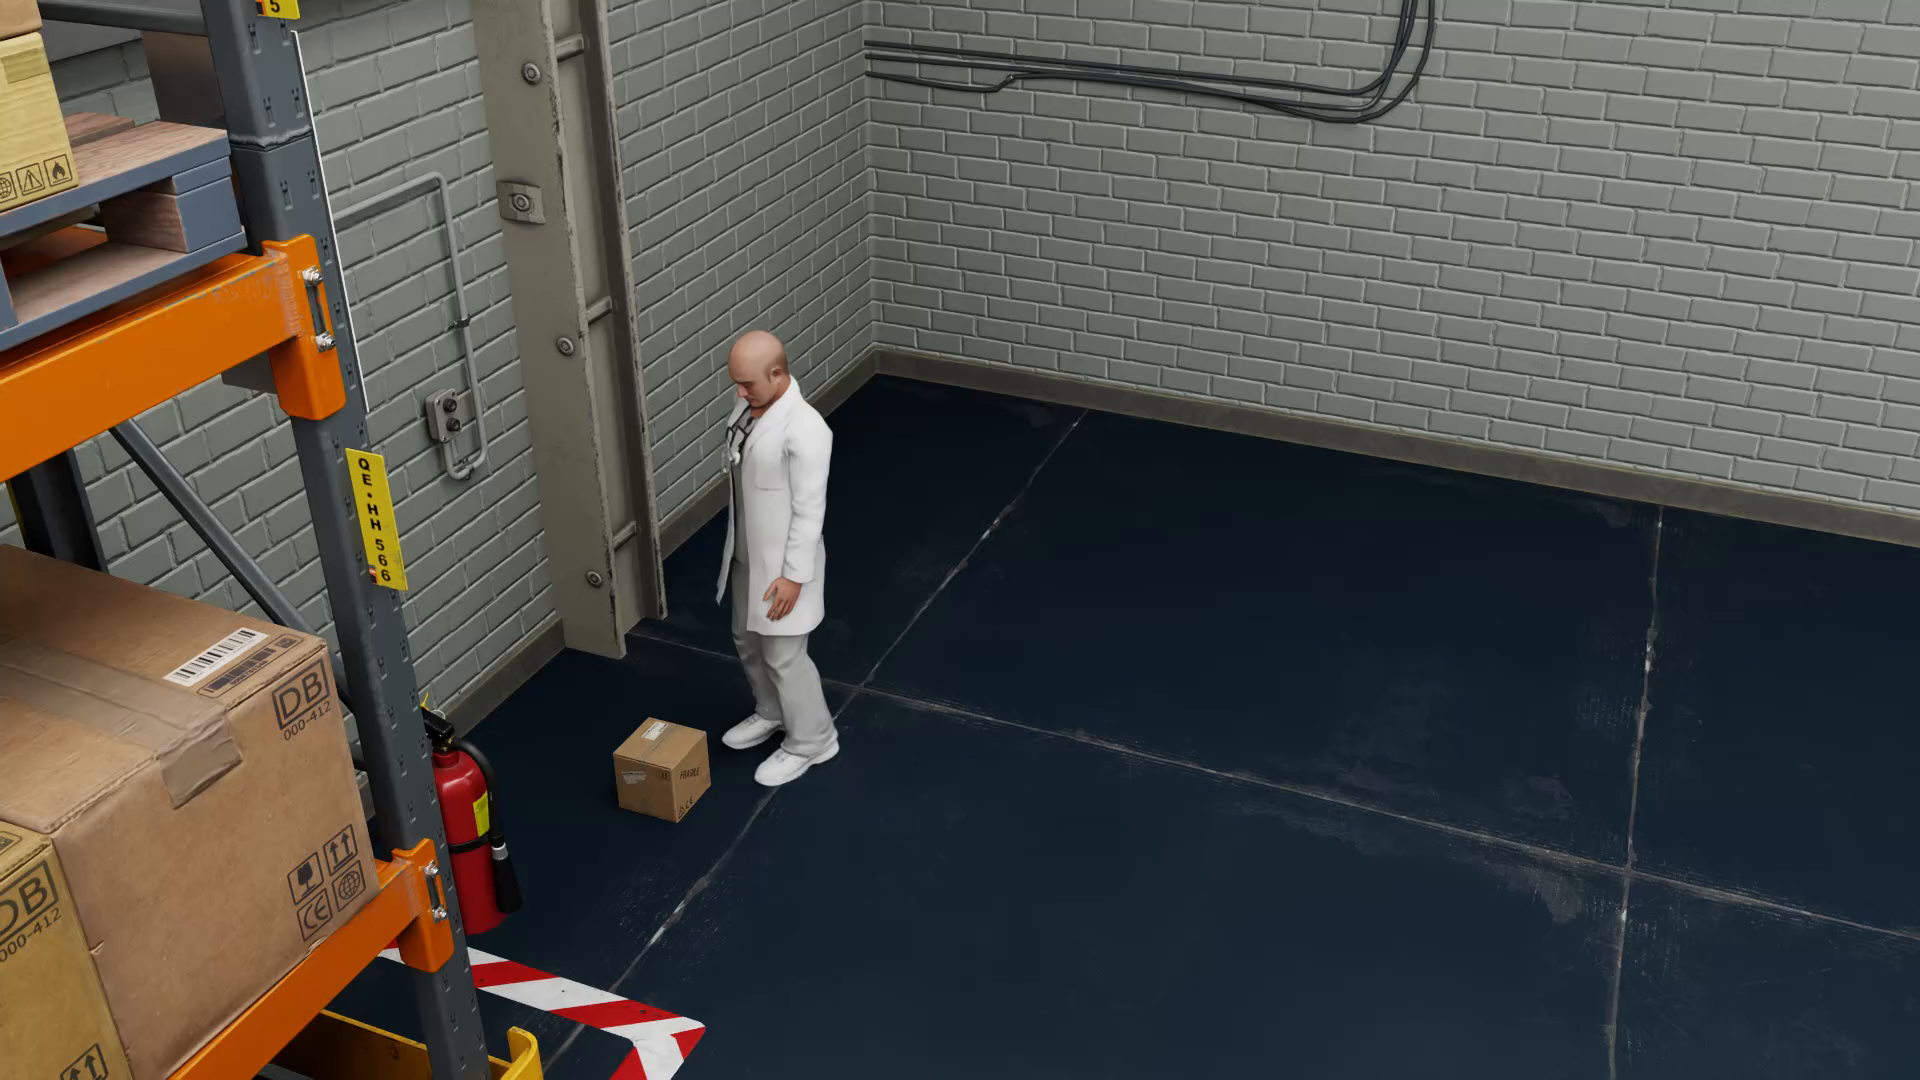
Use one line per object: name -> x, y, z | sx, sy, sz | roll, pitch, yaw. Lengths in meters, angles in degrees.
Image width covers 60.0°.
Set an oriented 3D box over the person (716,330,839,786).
person -> -0.686, 0.068, 6.048 | 0.372, 1.769, 0.562 | -18, 34, -29
